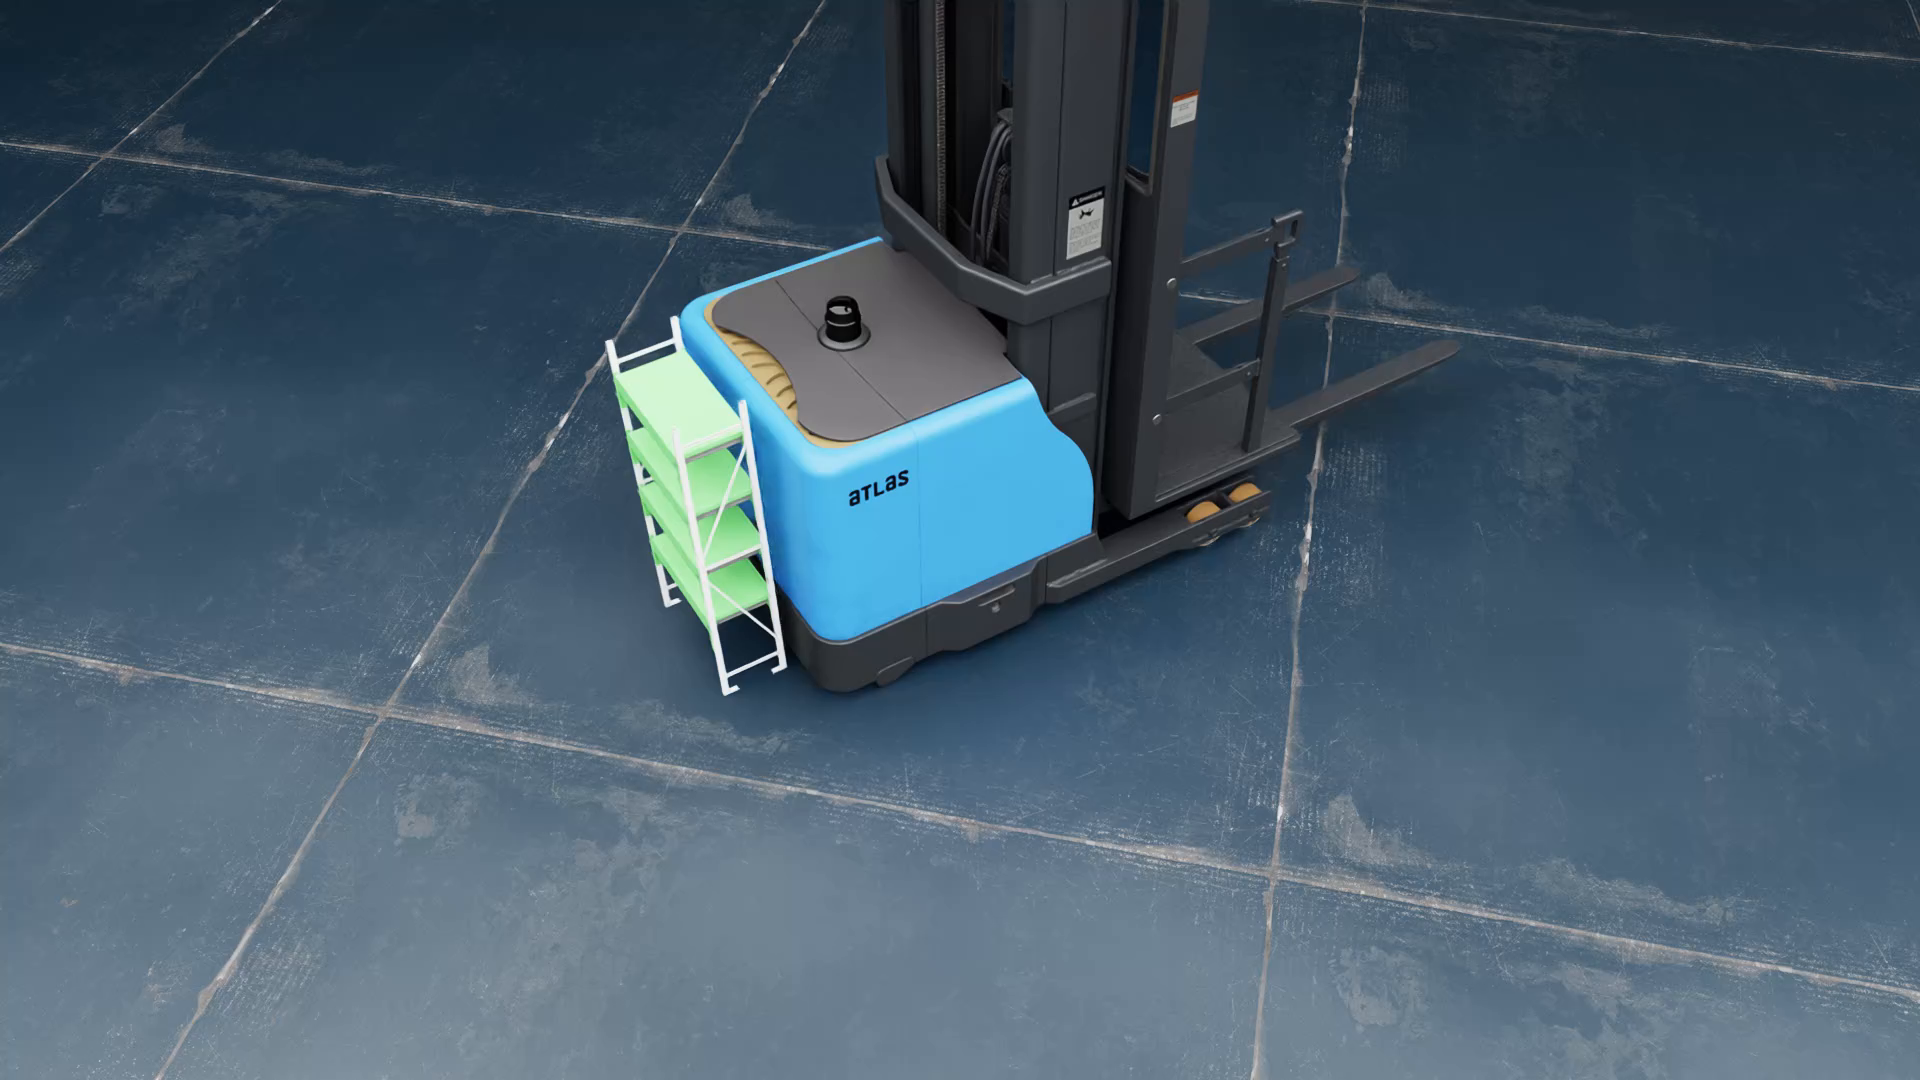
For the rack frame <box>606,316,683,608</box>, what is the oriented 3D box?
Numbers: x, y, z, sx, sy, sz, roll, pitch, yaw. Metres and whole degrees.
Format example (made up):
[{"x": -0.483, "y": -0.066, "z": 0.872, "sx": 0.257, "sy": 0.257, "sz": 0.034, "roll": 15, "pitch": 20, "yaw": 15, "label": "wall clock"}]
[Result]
[{"x": -0.977, "y": -0.232, "z": 5.619, "sx": 0.240, "sy": 1.200, "sz": 0.015, "roll": -24, "pitch": 49, "yaw": -21, "label": "rack frame"}]

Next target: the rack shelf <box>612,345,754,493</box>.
[{"x": -0.862, "y": -0.382, "z": 5.176, "sx": 0.258, "sy": 0.148, "sz": 0.480, "roll": -24, "pitch": 49, "yaw": -21, "label": "rack shelf"}]

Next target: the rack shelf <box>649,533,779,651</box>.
[{"x": -0.842, "y": 0.129, "z": 5.683, "sx": 0.258, "sy": 0.148, "sz": 0.480, "roll": -24, "pitch": 49, "yaw": -21, "label": "rack shelf"}]

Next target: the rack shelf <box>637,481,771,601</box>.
[{"x": -0.849, "y": -0.042, "z": 5.514, "sx": 0.258, "sy": 0.148, "sz": 0.480, "roll": -24, "pitch": 49, "yaw": -21, "label": "rack shelf"}]

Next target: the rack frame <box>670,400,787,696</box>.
[{"x": -0.724, "y": 0.058, "z": 5.318, "sx": 0.240, "sy": 1.200, "sz": 0.015, "roll": -24, "pitch": 49, "yaw": -21, "label": "rack frame"}]

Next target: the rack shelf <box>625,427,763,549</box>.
[{"x": -0.856, "y": -0.212, "z": 5.345, "sx": 0.258, "sy": 0.148, "sz": 0.480, "roll": -24, "pitch": 49, "yaw": -21, "label": "rack shelf"}]

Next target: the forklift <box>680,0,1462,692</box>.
[{"x": 0.576, "y": -1.324, "z": 5.512, "sx": 3.031, "sy": 2.935, "sz": 1.130, "roll": -23, "pitch": 49, "yaw": -22, "label": "forklift"}]

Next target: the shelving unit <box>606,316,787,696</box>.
[{"x": -0.851, "y": -0.087, "z": 5.469, "sx": 0.258, "sy": 1.200, "sz": 0.503, "roll": -24, "pitch": 49, "yaw": -21, "label": "shelving unit"}]
